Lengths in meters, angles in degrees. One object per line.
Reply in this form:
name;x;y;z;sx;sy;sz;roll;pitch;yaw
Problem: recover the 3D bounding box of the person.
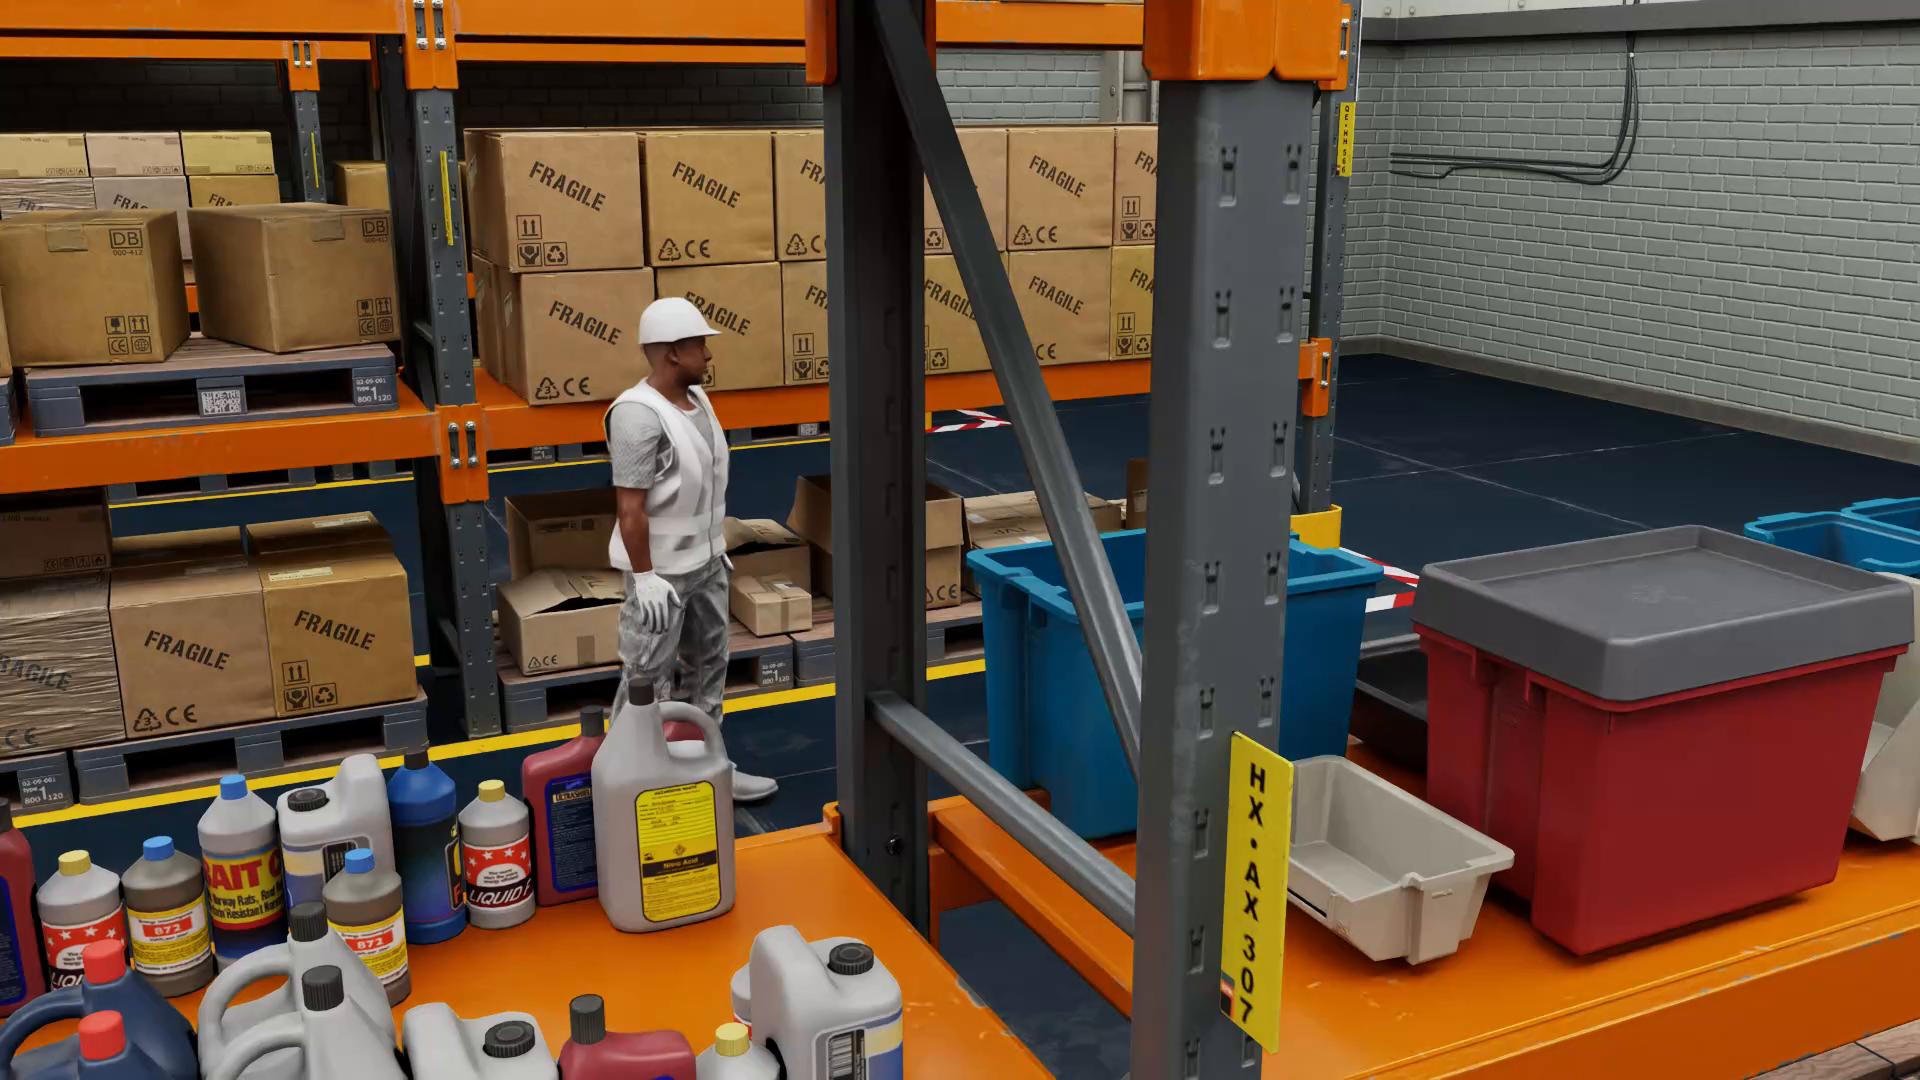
person;-0.946;0.082;5.589;0.485;1.785;0.584;5;16;19
